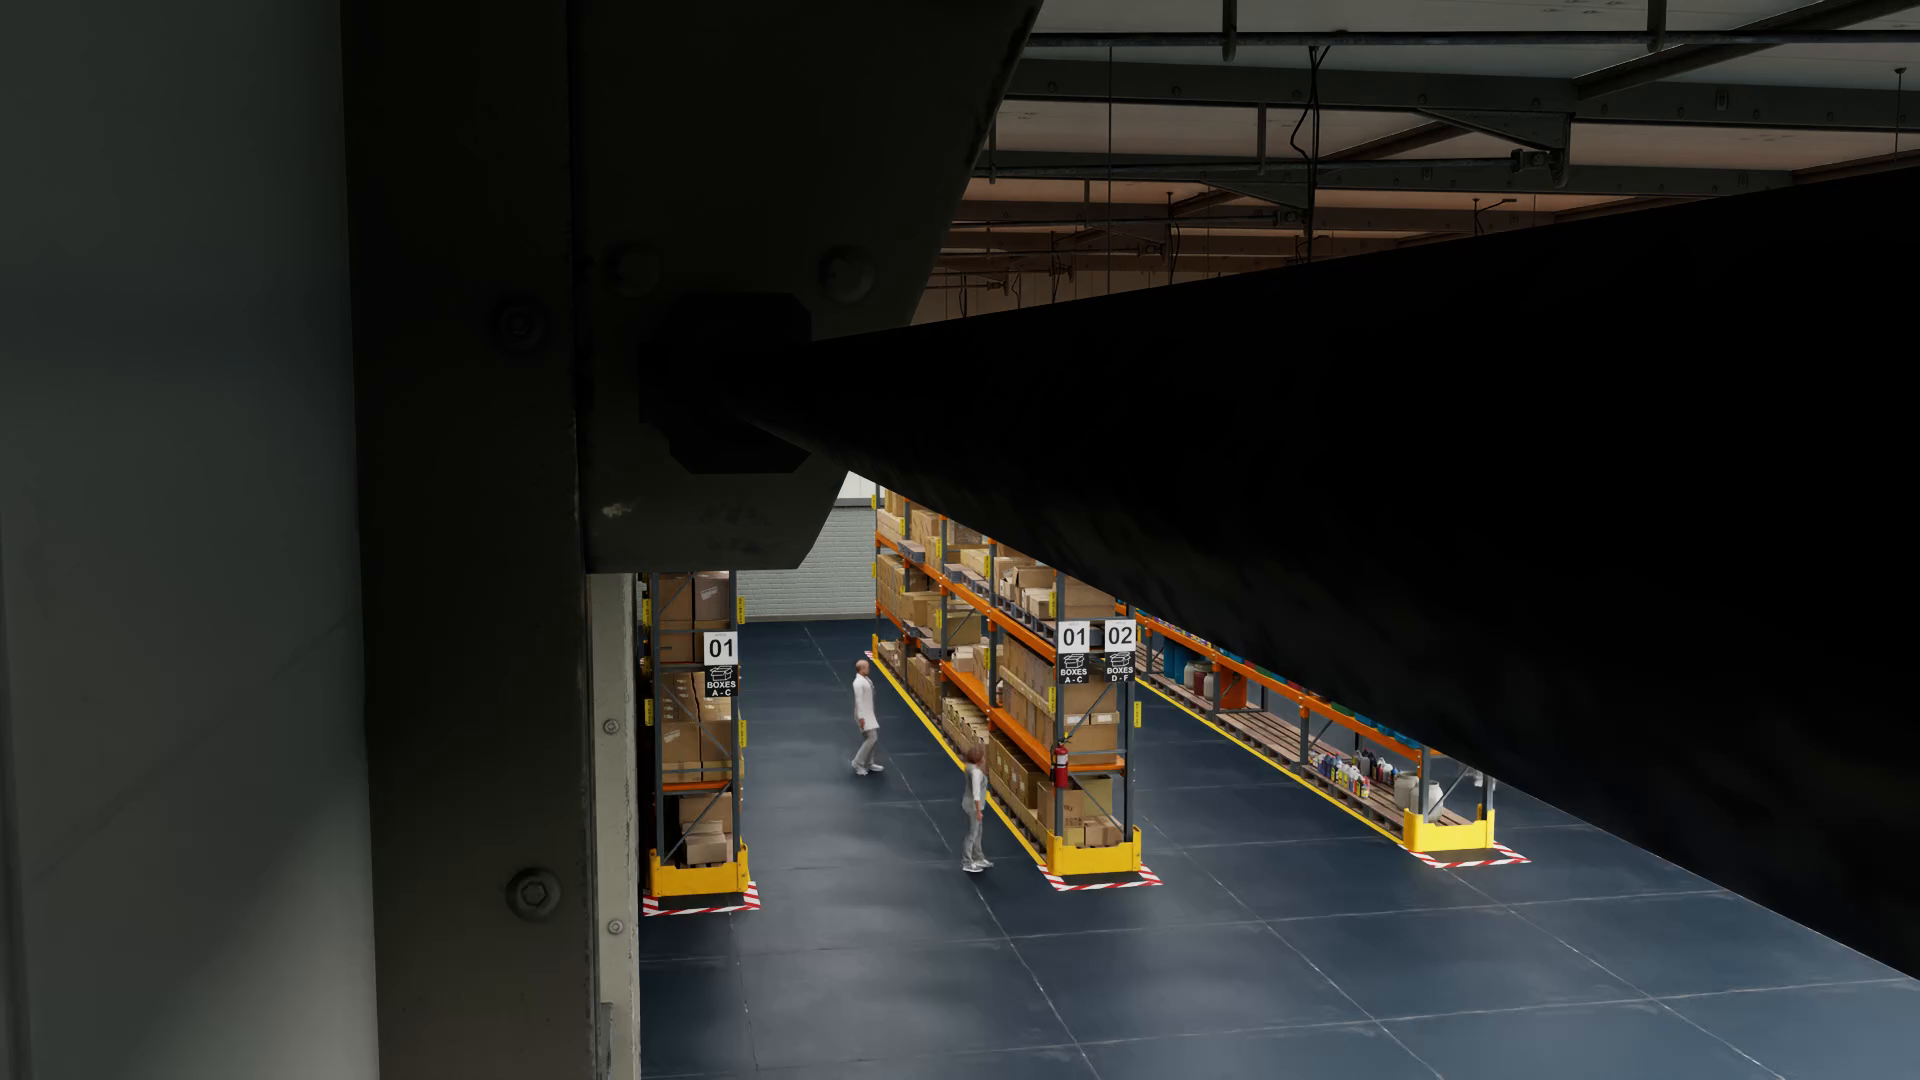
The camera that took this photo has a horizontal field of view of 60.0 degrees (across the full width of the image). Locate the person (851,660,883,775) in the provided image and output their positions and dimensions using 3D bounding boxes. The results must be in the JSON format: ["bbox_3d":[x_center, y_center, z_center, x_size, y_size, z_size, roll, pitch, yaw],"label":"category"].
[{"bbox_3d":[-1.460,2.792,26.215,0.485,1.827,0.616,0,6,3],"label":"person"}]

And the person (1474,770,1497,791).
[{"bbox_3d":[7.939,2.921,25.209,0.398,1.704,0.580,-4,7,-34],"label":"person"}]

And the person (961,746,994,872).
[{"bbox_3d":[0.235,3.397,20.982,0.445,1.615,0.455,-1,6,-7],"label":"person"}]
